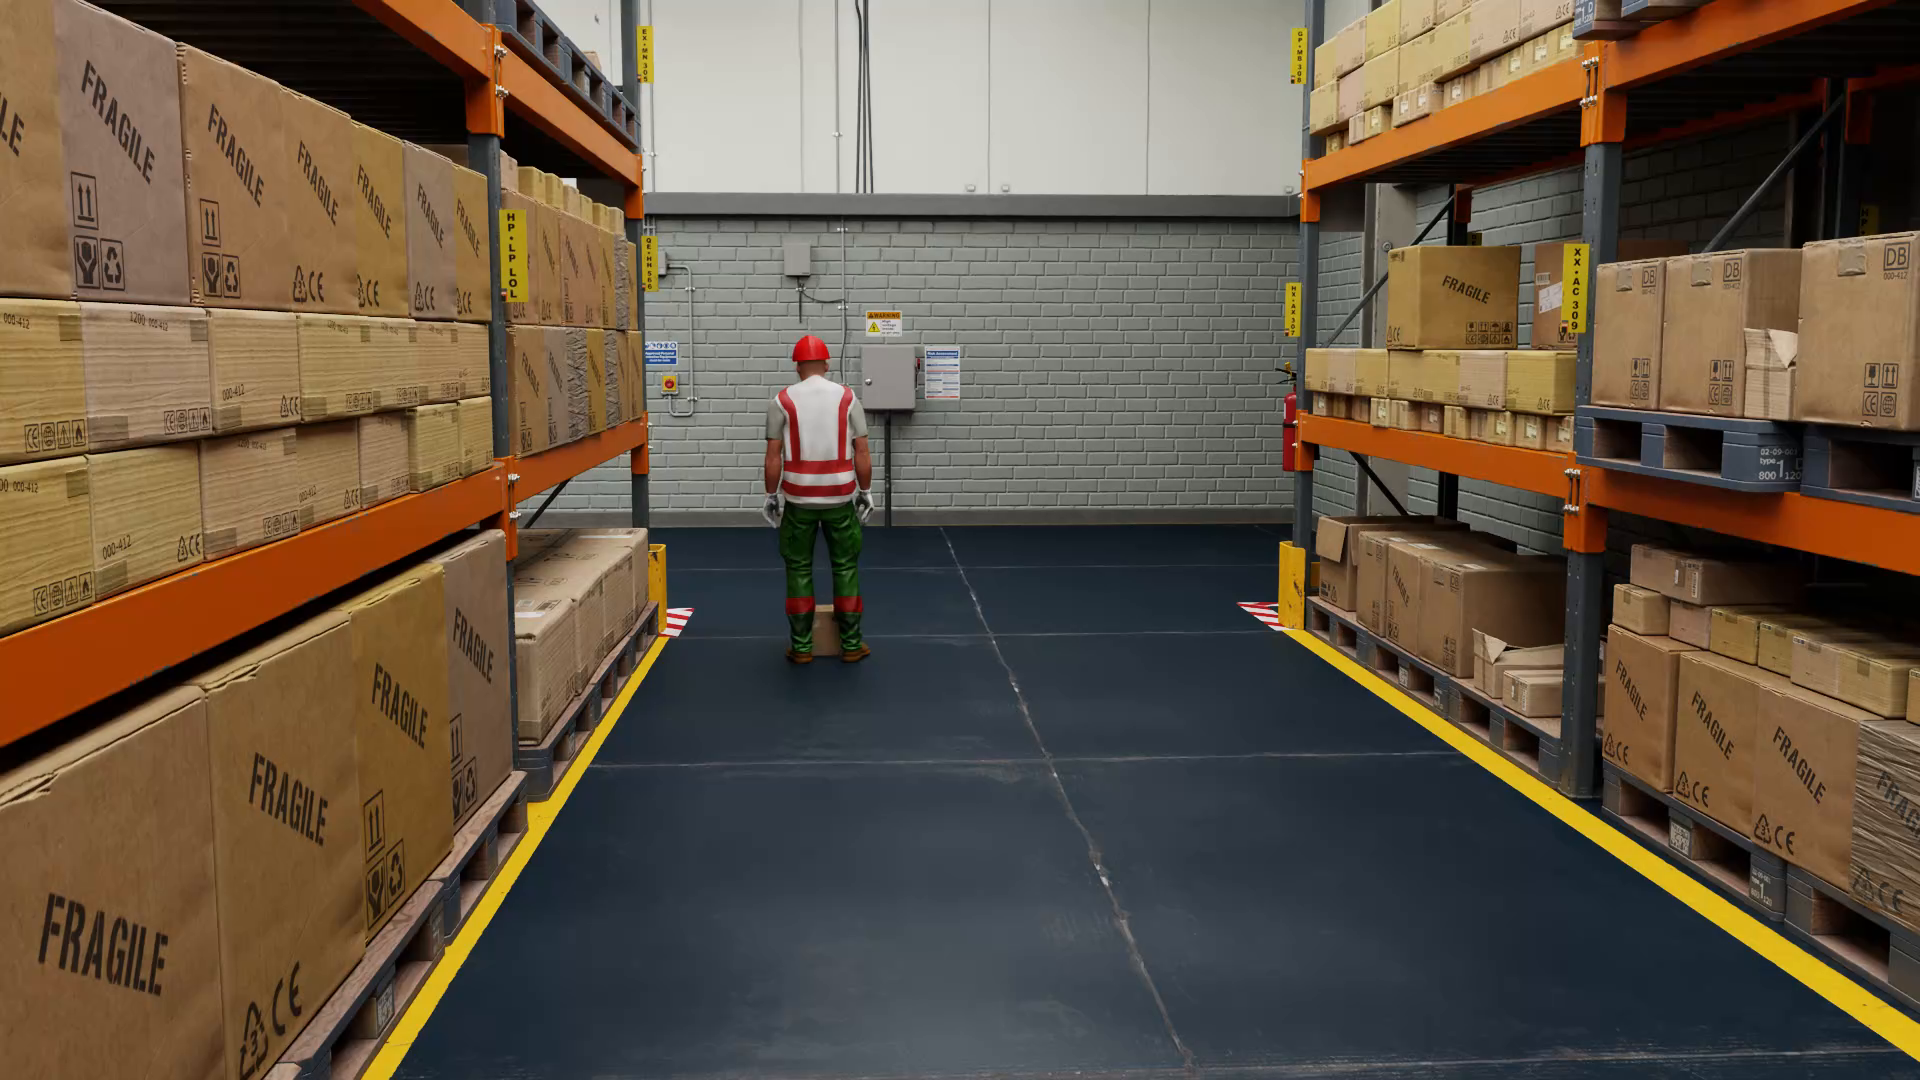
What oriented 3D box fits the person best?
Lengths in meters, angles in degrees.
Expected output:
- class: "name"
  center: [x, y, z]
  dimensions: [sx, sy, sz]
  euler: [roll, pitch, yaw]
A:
- class: "person"
  center: [-0.772, -0.223, 9.058]
  dimensions: [0.610, 1.777, 0.451]
  euler: [-1, 7, -9]
